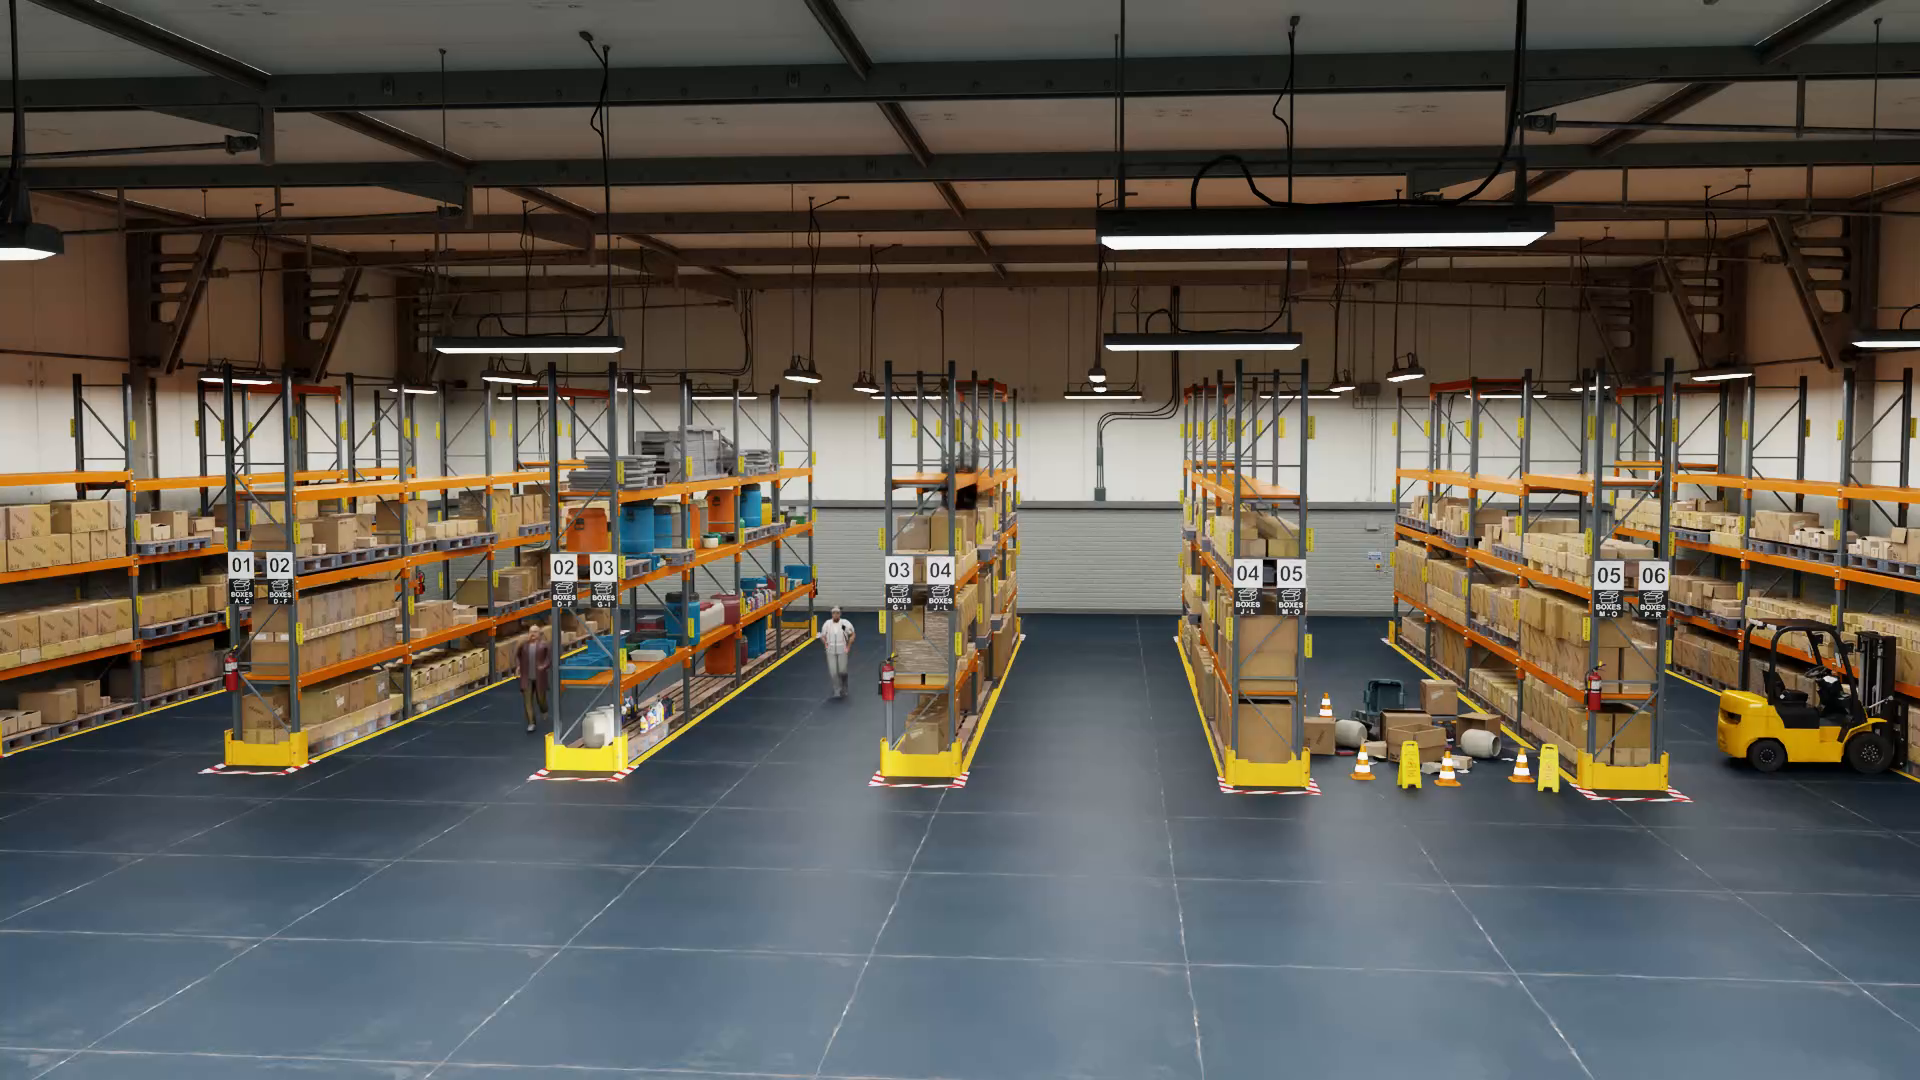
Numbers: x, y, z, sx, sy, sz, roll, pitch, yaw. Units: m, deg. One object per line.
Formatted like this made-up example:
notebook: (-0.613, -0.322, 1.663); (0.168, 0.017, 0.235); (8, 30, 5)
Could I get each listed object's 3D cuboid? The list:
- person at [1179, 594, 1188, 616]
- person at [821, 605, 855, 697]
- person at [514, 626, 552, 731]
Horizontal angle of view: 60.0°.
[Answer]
person: (5.668, 1.470, 40.814); (0.568, 1.585, 0.769); (2, 4, 24)
person: (-2.298, 2.081, 31.106); (0.638, 1.737, 0.586); (0, 4, 3)
person: (-7.136, 2.404, 27.878); (0.715, 1.528, 0.826); (0, 4, -3)
